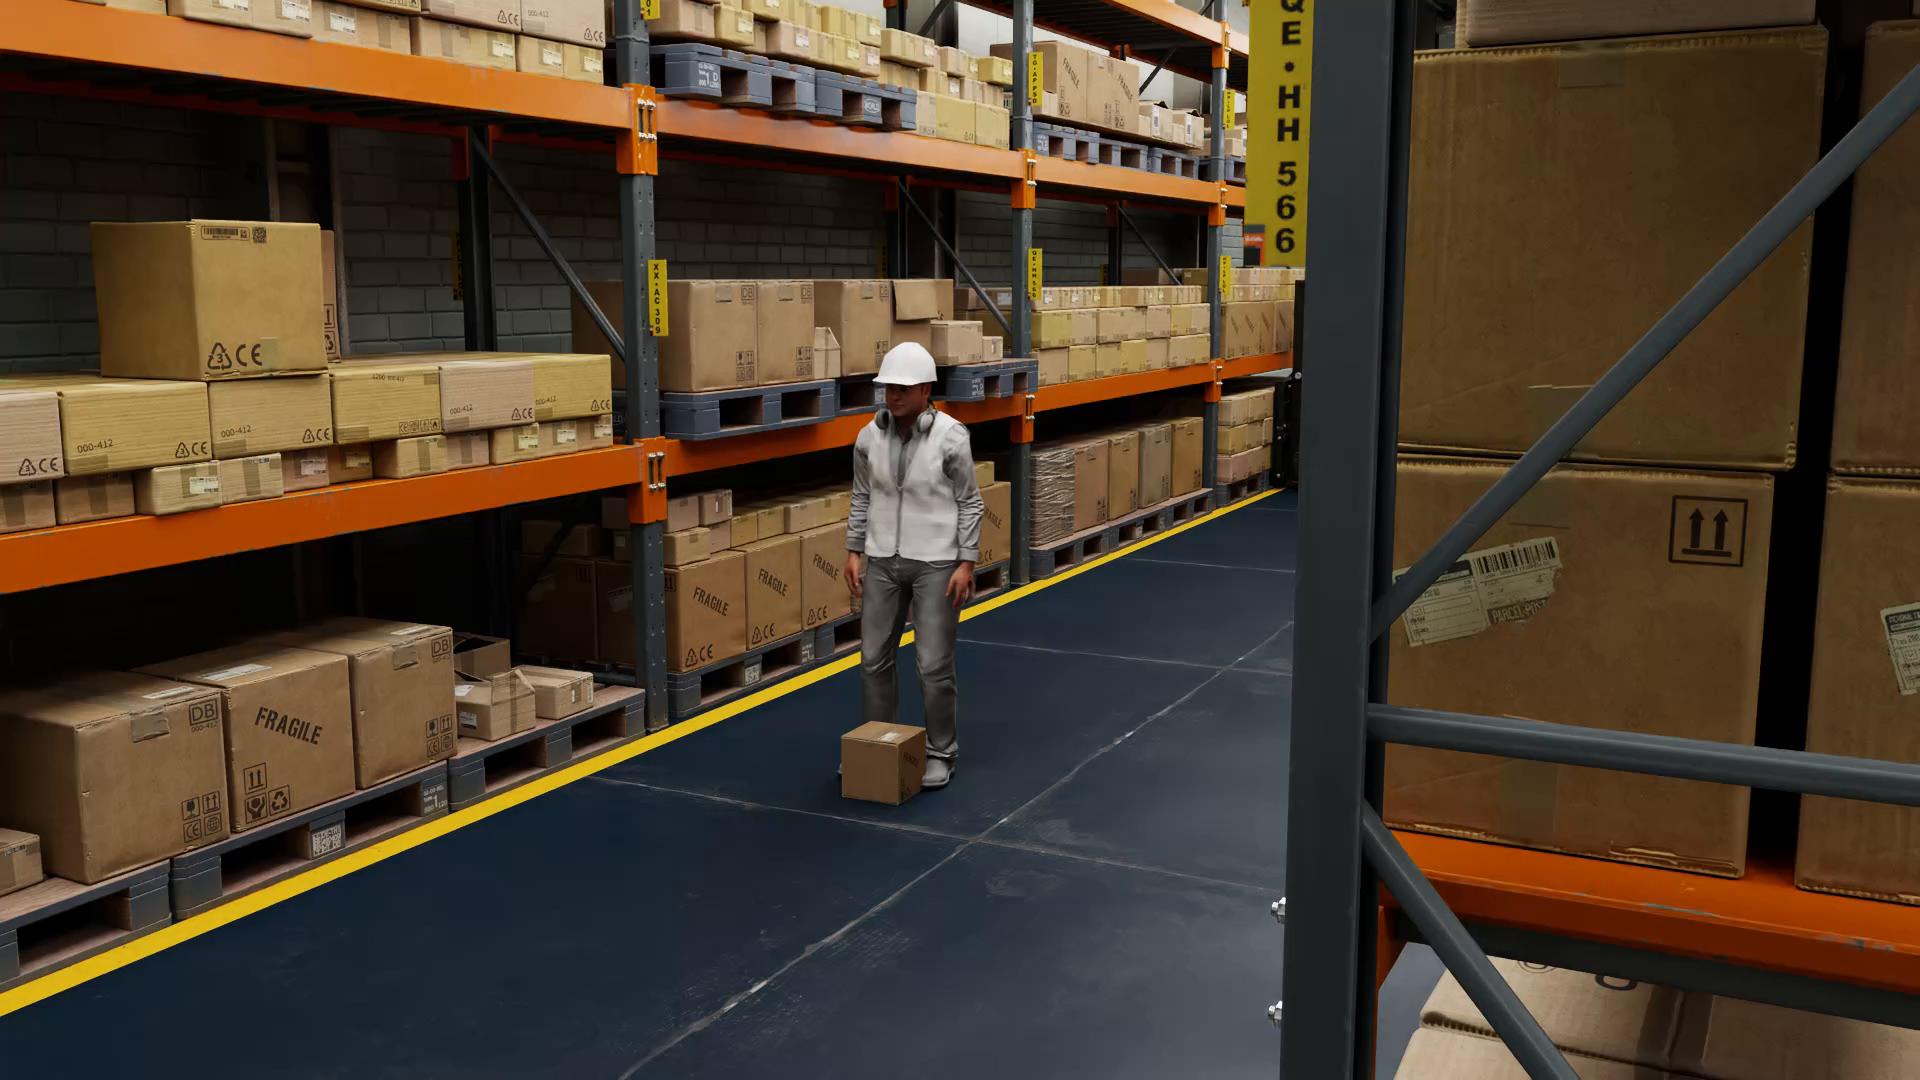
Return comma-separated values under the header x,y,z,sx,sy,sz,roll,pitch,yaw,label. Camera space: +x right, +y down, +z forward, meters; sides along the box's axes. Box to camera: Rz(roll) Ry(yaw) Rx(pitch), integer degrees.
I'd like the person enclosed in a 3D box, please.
x,y,z,sx,sy,sz,roll,pitch,yaw,label
-0.195,0.093,6.690,0.584,1.771,0.466,4,10,25,person
